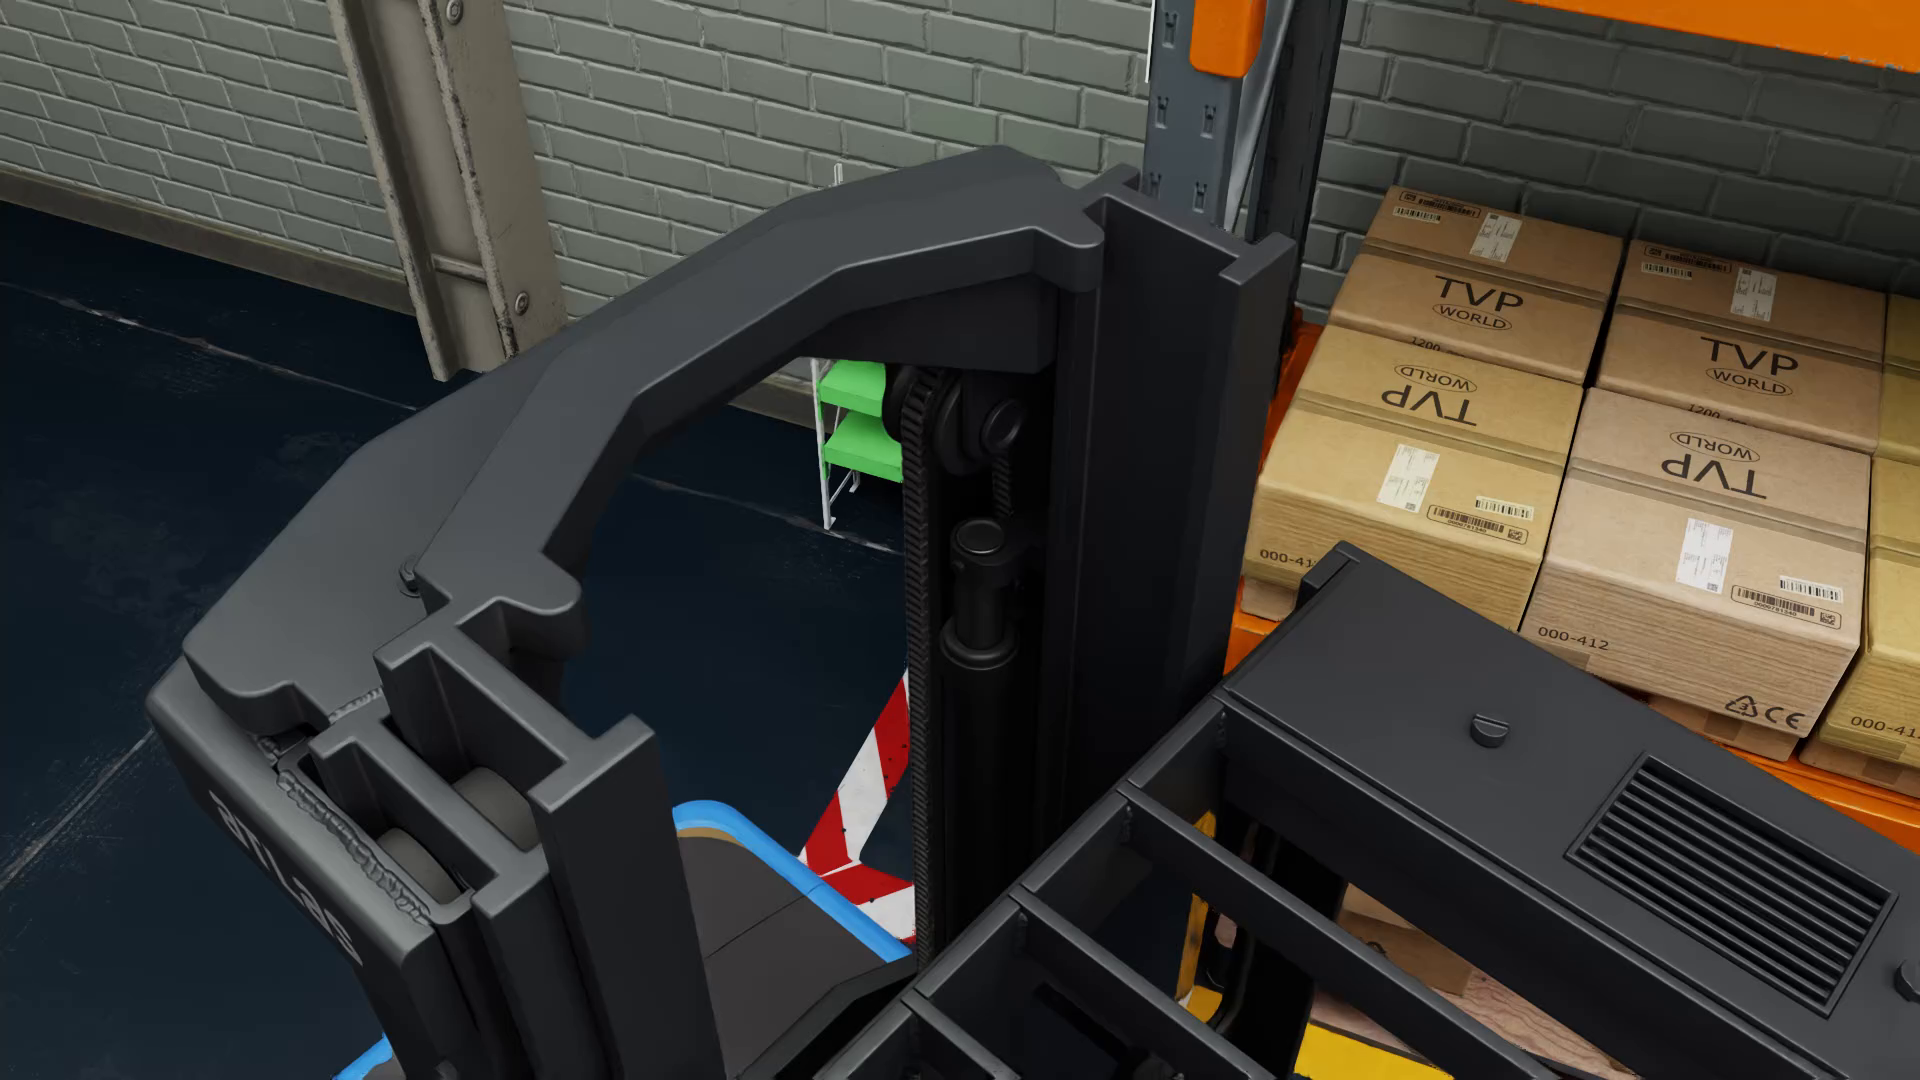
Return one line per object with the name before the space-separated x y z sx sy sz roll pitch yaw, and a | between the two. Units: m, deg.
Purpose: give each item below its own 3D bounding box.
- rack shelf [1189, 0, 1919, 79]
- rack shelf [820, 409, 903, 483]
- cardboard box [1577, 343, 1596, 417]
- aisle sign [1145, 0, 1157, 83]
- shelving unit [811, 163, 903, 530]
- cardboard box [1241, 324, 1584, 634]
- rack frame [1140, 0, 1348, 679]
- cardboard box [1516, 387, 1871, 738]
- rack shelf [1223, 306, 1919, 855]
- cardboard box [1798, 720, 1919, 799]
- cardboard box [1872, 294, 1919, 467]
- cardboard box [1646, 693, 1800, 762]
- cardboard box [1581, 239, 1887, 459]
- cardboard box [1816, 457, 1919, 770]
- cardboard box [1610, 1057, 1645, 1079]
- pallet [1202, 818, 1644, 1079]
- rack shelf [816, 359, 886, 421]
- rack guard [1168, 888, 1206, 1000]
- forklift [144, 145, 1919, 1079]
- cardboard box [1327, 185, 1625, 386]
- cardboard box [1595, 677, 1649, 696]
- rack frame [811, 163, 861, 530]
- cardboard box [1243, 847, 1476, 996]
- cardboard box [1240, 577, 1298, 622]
rack shelf | 2.383 -0.622 2.132 4.000 0.370 1.077 16 47 16
rack shelf | -0.153 -0.255 5.086 0.480 0.148 0.258 16 47 16
cardboard box | 1.434 -0.228 3.530 0.250 0.149 0.380 15 47 15
aisle sign | 0.361 -1.106 2.392 0.004 0.787 0.394 16 47 16
shelving unit | -0.153 -0.470 4.872 0.503 1.200 0.258 16 47 16
cardboard box | 0.852 -0.111 3.130 0.500 0.250 0.500 17 47 16
rack frame | 0.537 -0.357 3.482 0.127 3.000 1.000 16 47 16
cardboard box | 1.317 0.026 2.993 0.500 0.250 0.500 17 47 16
rack shelf | 2.383 0.441 3.190 4.000 0.370 1.077 16 47 16
cardboard box | 1.700 0.264 3.036 0.250 0.149 0.380 17 47 16
cardboard box | 1.994 -0.179 3.199 0.500 0.250 0.500 18 48 17
cardboard box | 1.453 0.196 3.105 0.250 0.149 0.380 18 48 17
cardboard box | 1.539 -0.317 3.337 0.500 0.250 0.500 17 47 16
cardboard box | 1.786 0.161 2.857 0.500 0.250 0.500 16 47 15
cardboard box | 1.839 0.865 3.728 0.500 0.500 0.700 18 48 17
pallet | 1.343 0.868 4.228 1.213 0.211 1.003 16 47 16
rack shelf | -0.153 -0.425 4.917 0.480 0.148 0.258 16 47 16
rack guard | 0.607 0.549 4.343 0.348 0.500 1.175 16 47 16
forklift | 0.265 1.153 2.013 3.031 2.935 1.130 32 53 28
cardboard box | 1.064 -0.457 3.478 0.500 0.250 0.500 18 48 17
cardboard box | 1.243 0.087 3.214 0.250 0.149 0.380 16 47 15
rack frame | -0.378 -0.537 4.939 0.015 1.200 0.240 16 47 16
cardboard box | 1.065 0.607 3.986 0.637 0.503 0.797 15 47 14
cardboard box | 0.735 0.000 3.302 0.250 0.149 0.380 16 47 16
